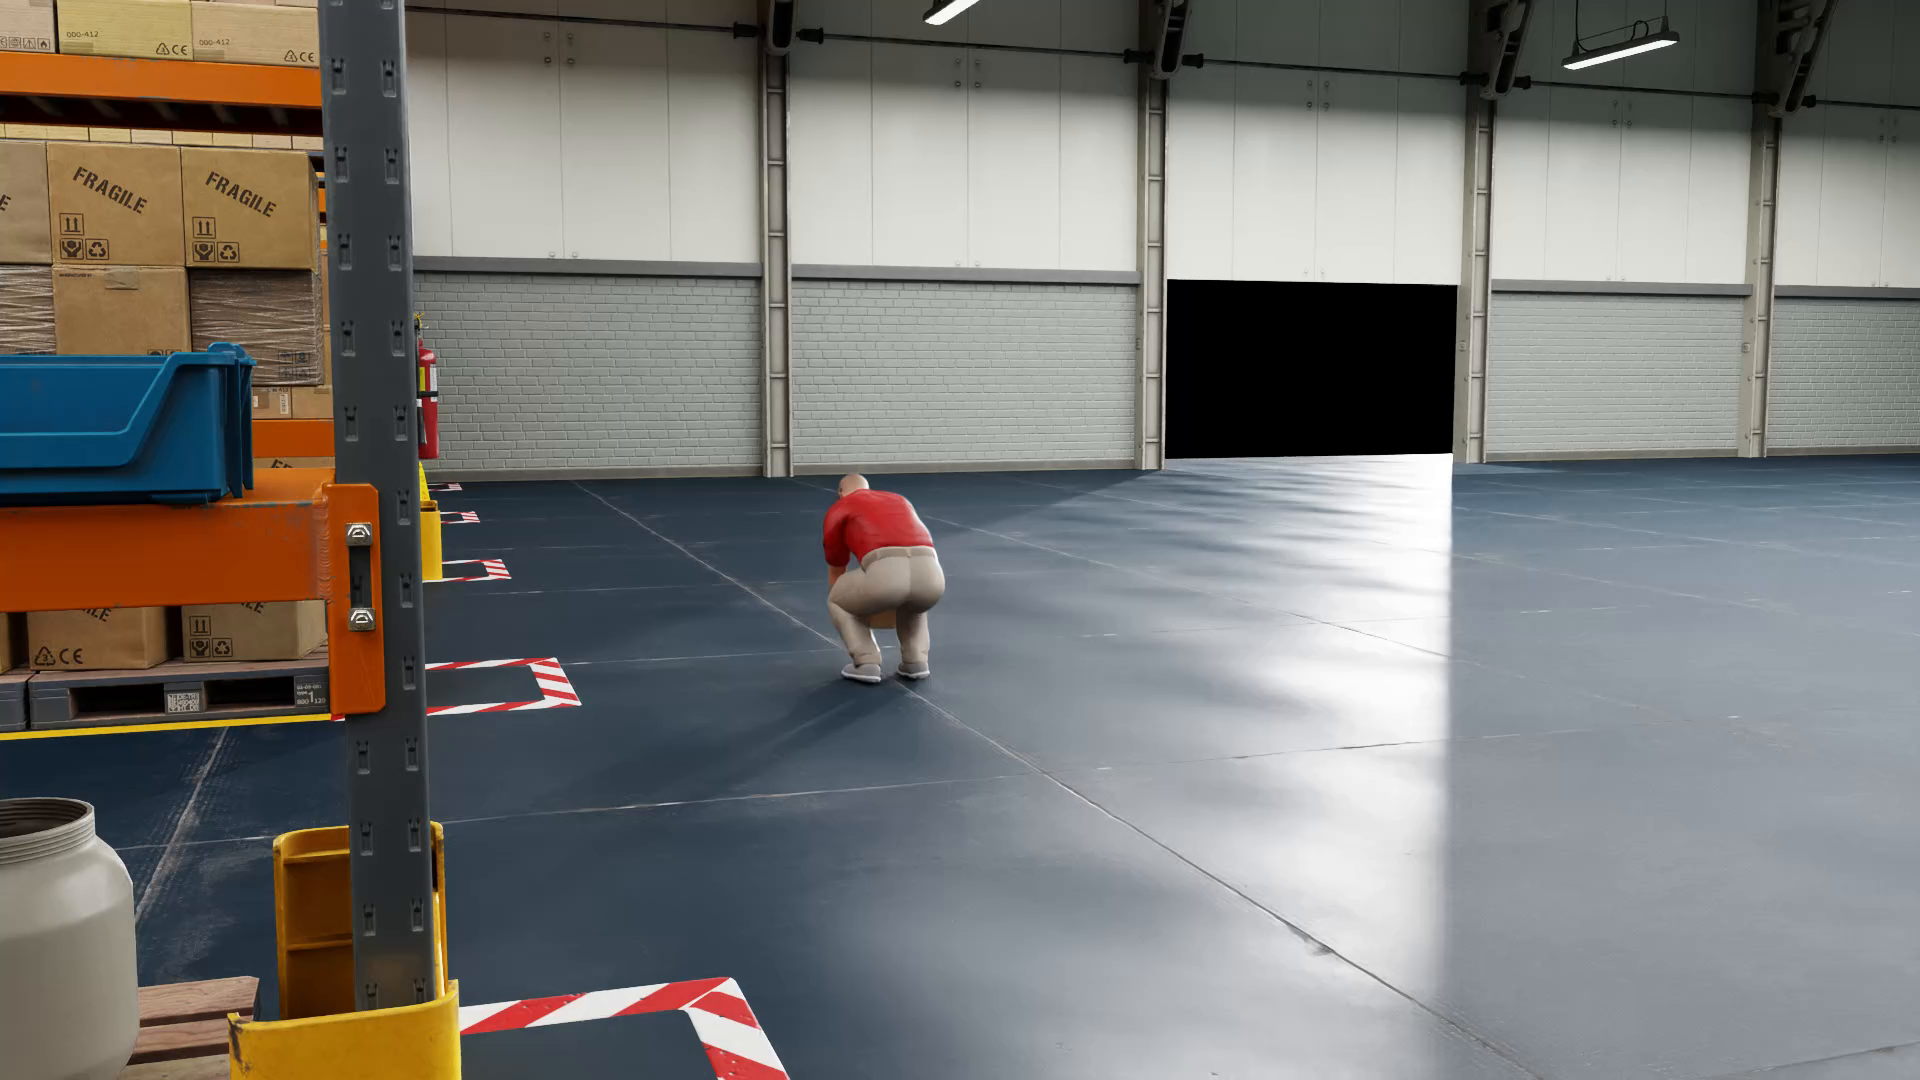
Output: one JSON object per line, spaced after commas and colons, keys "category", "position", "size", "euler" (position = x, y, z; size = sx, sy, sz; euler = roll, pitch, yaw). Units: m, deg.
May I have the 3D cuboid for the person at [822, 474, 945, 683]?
{"category": "person", "position": [-0.393, 0.186, 8.292], "size": [0.525, 0.997, 0.854], "euler": [-2, 6, -20]}
